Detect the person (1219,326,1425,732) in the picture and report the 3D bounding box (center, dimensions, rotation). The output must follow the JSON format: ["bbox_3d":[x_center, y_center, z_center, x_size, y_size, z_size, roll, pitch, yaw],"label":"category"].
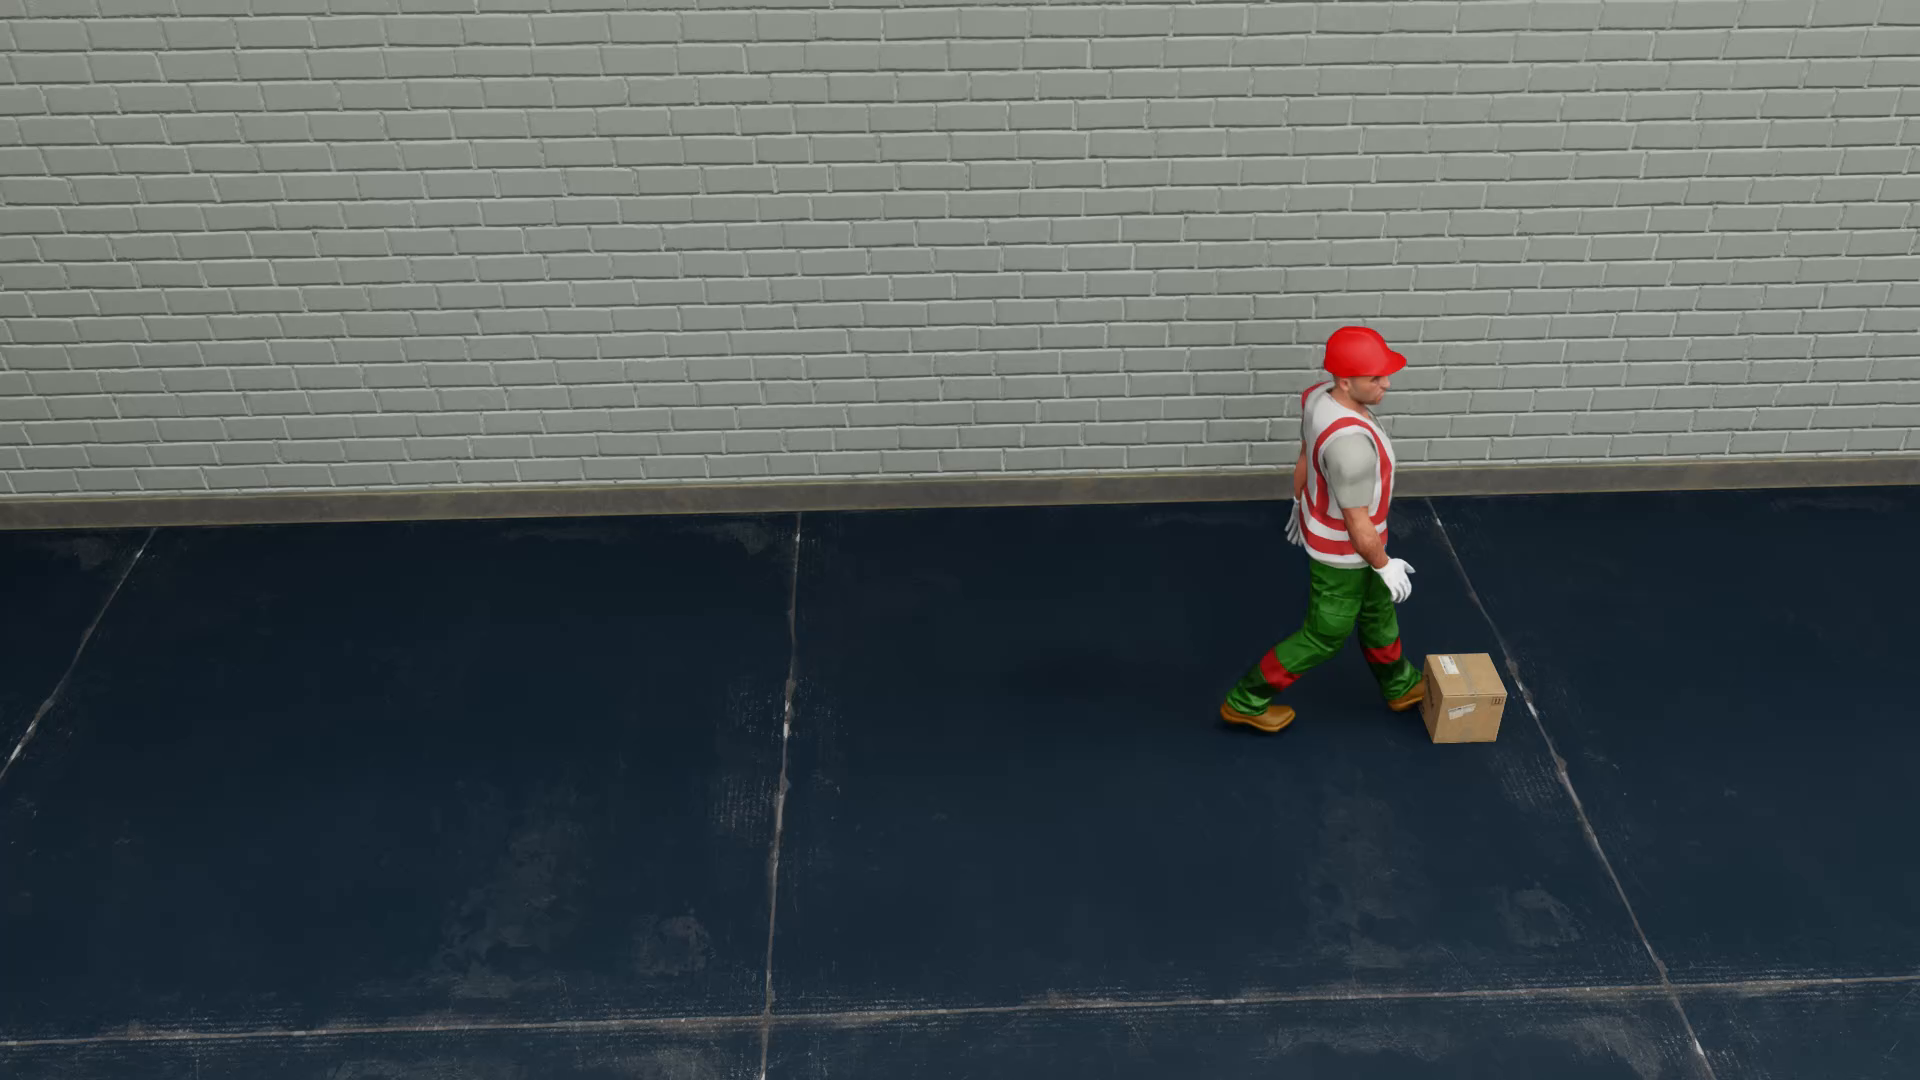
[{"bbox_3d":[1.511,-0.006,6.147,0.969,1.745,0.571,2,35,3],"label":"person"}]
